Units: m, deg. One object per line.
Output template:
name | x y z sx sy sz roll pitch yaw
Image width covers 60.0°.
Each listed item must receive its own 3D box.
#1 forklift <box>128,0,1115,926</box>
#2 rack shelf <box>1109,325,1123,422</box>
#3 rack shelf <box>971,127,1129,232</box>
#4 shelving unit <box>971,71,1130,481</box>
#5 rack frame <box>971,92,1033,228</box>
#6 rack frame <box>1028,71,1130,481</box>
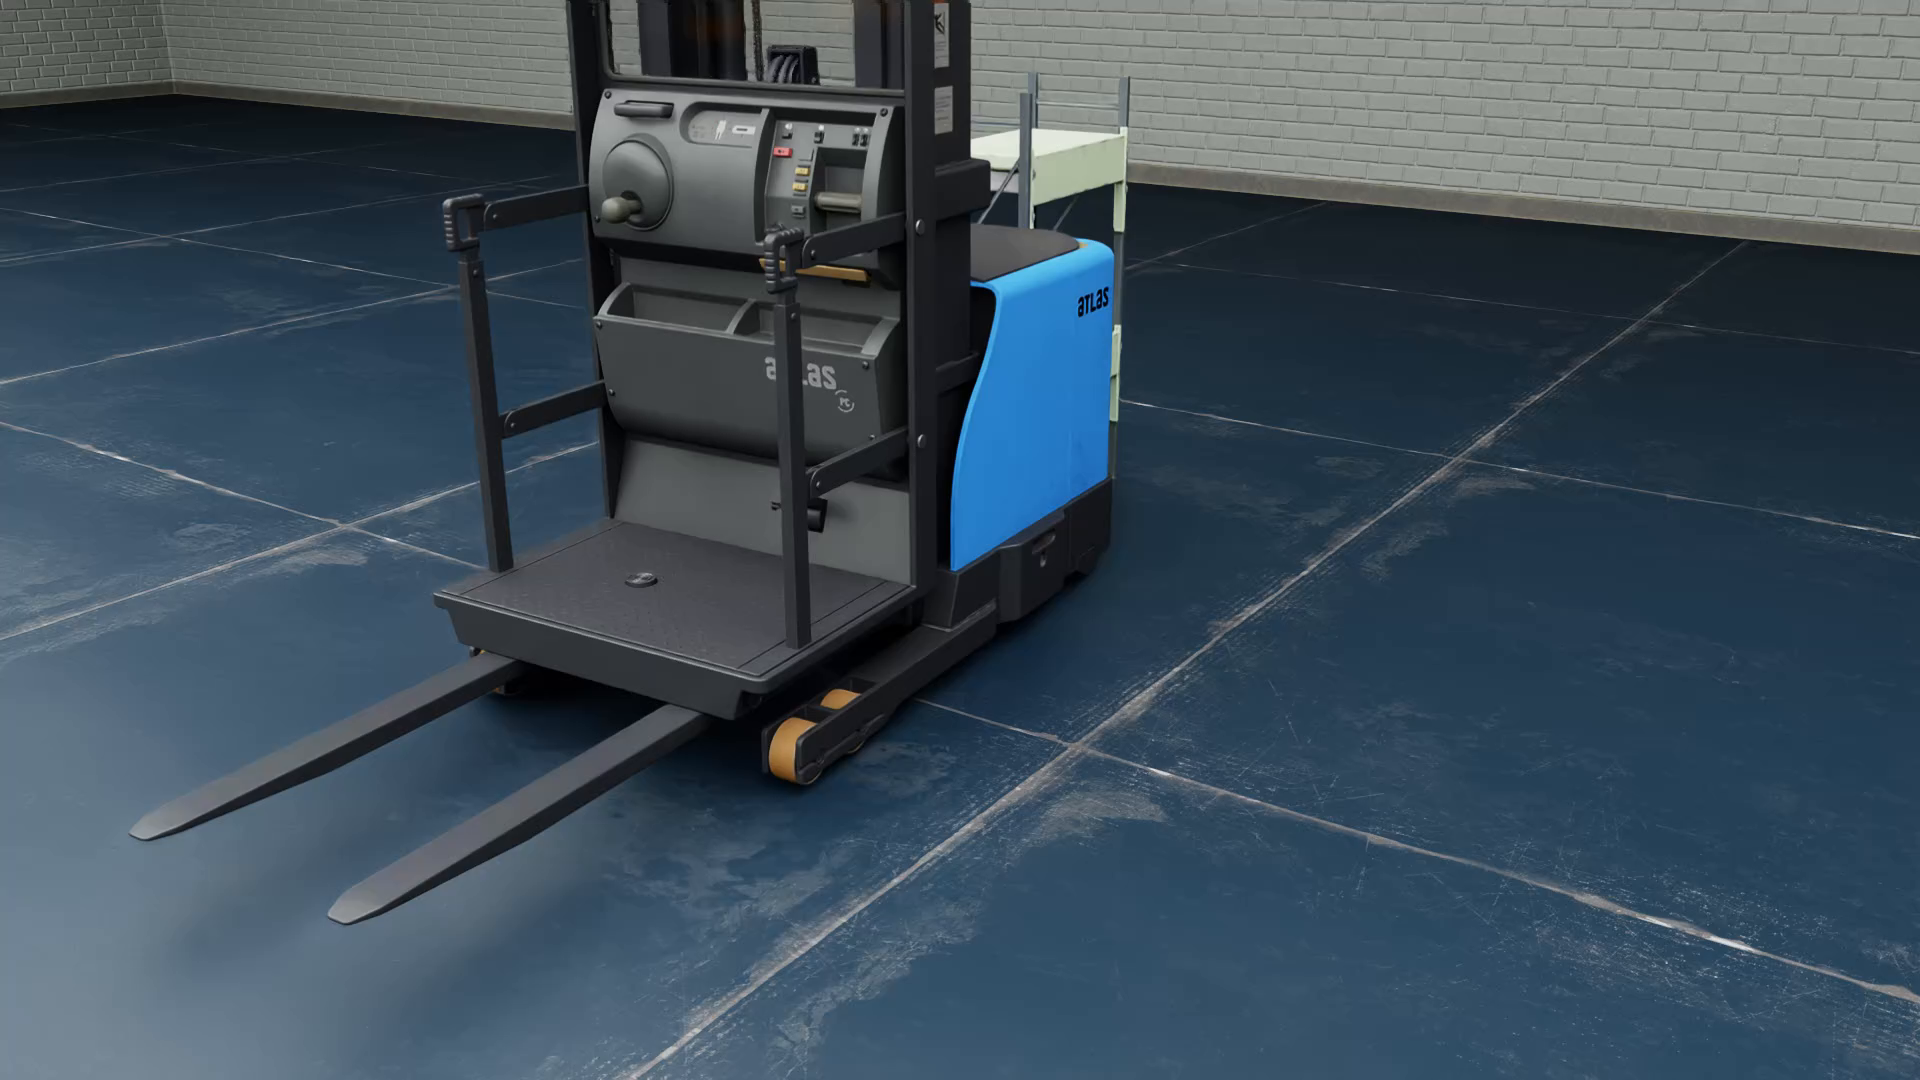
forklift | -0.683 -0.948 4.104 1.130 2.935 3.031 12 23 28
rack shelf | 0.239 -0.553 6.038 0.431 0.370 0.720 12 23 28
rack shelf | 0.239 -1.225 5.789 0.431 0.370 0.720 12 23 28
shelving unit | 0.239 -0.859 5.924 0.431 1.500 0.755 12 23 28
rack frame | 0.053 -0.749 5.629 0.400 1.500 0.023 12 23 28
rack frame | 0.425 -0.968 6.220 0.400 1.500 0.023 12 23 28
